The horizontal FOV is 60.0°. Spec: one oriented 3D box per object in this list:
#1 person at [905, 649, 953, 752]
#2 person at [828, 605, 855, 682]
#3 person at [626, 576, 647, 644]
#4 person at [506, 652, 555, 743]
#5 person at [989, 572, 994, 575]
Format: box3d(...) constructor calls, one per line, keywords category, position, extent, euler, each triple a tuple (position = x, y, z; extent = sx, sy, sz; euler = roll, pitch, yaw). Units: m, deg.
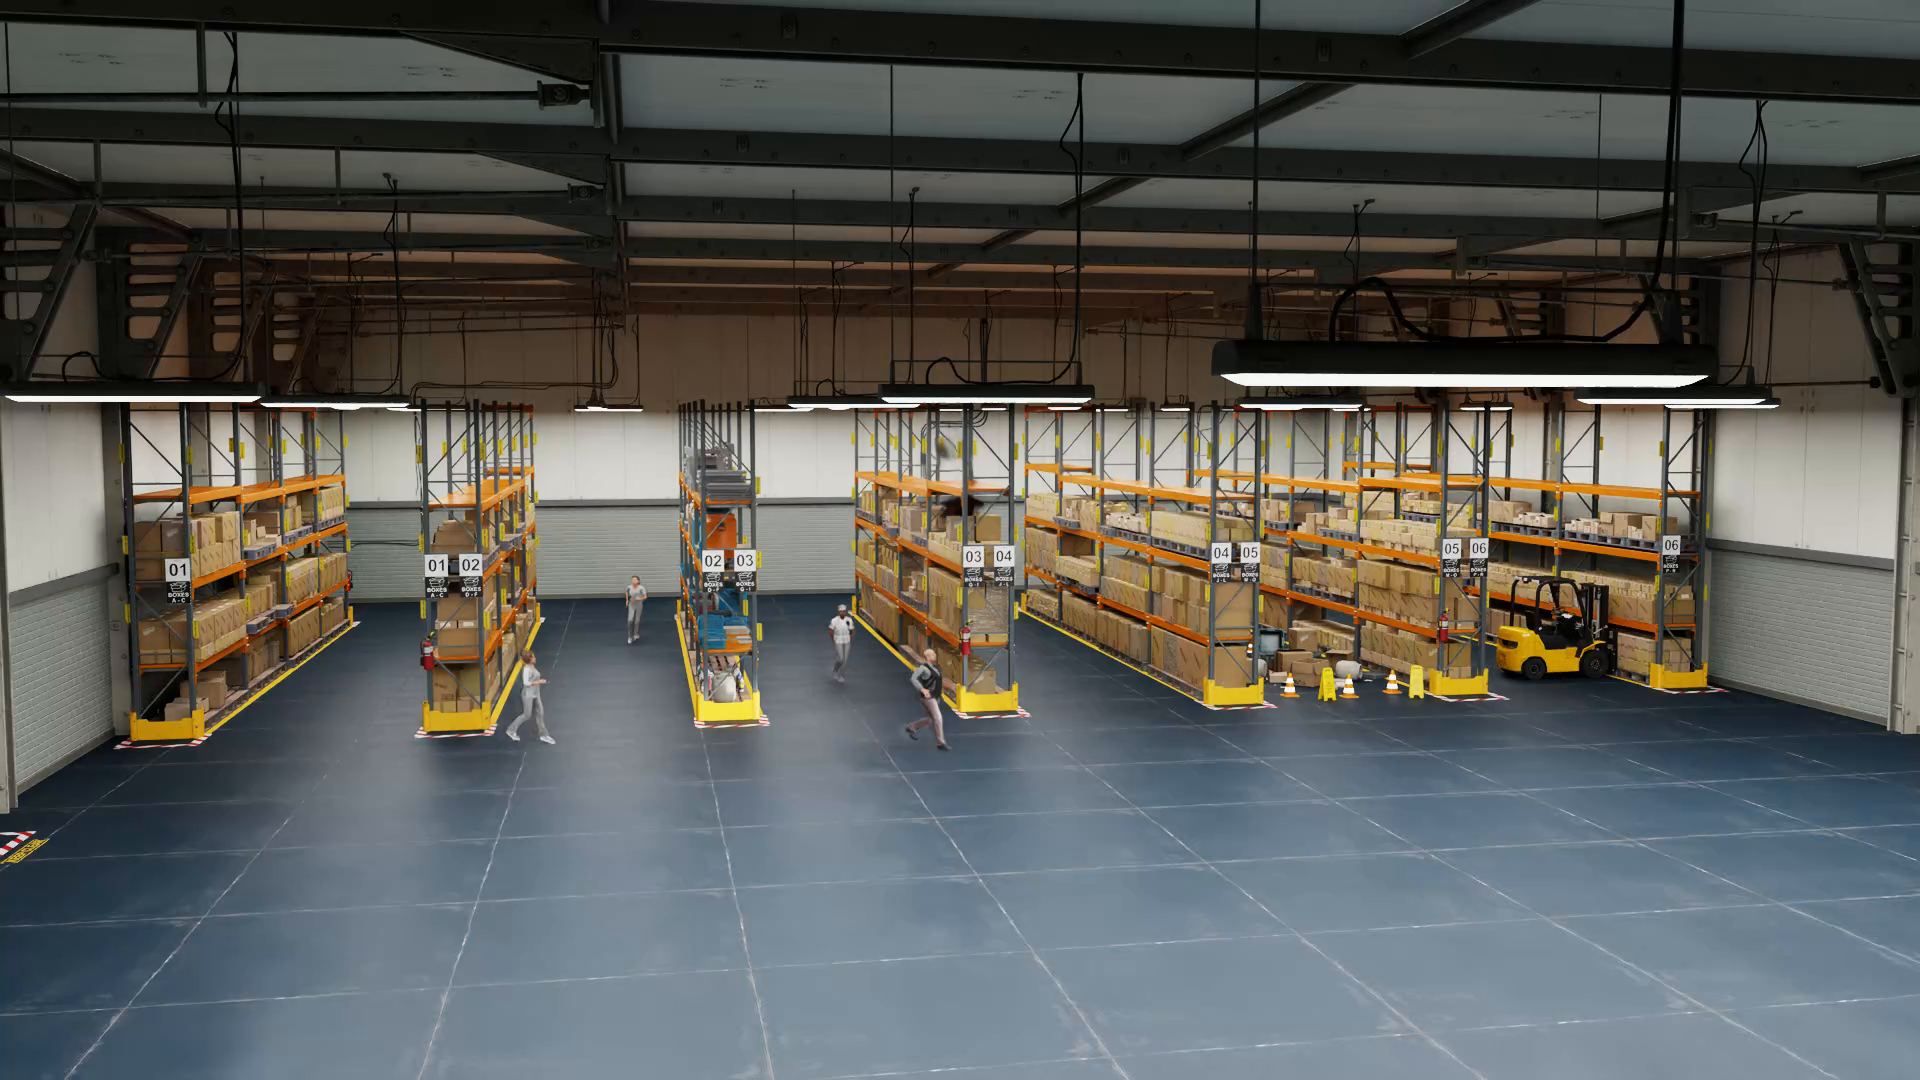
box3d(category="person", position=(-0.533, 2.723, 28.450), extent=(0.931, 1.727, 0.663), euler=(2, 5, 22))
box3d(category="person", position=(-2.499, 2.207, 35.540), extent=(0.561, 1.667, 0.573), euler=(-1, 5, -17))
box3d(category="person", position=(-8.142, 1.750, 41.879), extent=(0.555, 1.740, 0.715), euler=(0, 4, -2))
box3d(category="person", position=(-7.453, 2.728, 28.799), extent=(0.844, 1.607, 0.532), euler=(0, 4, 7))
box3d(category="person", position=(0.785, 1.177, 48.712), extent=(0.673, 1.743, 0.527), euler=(3, 5, 35))
